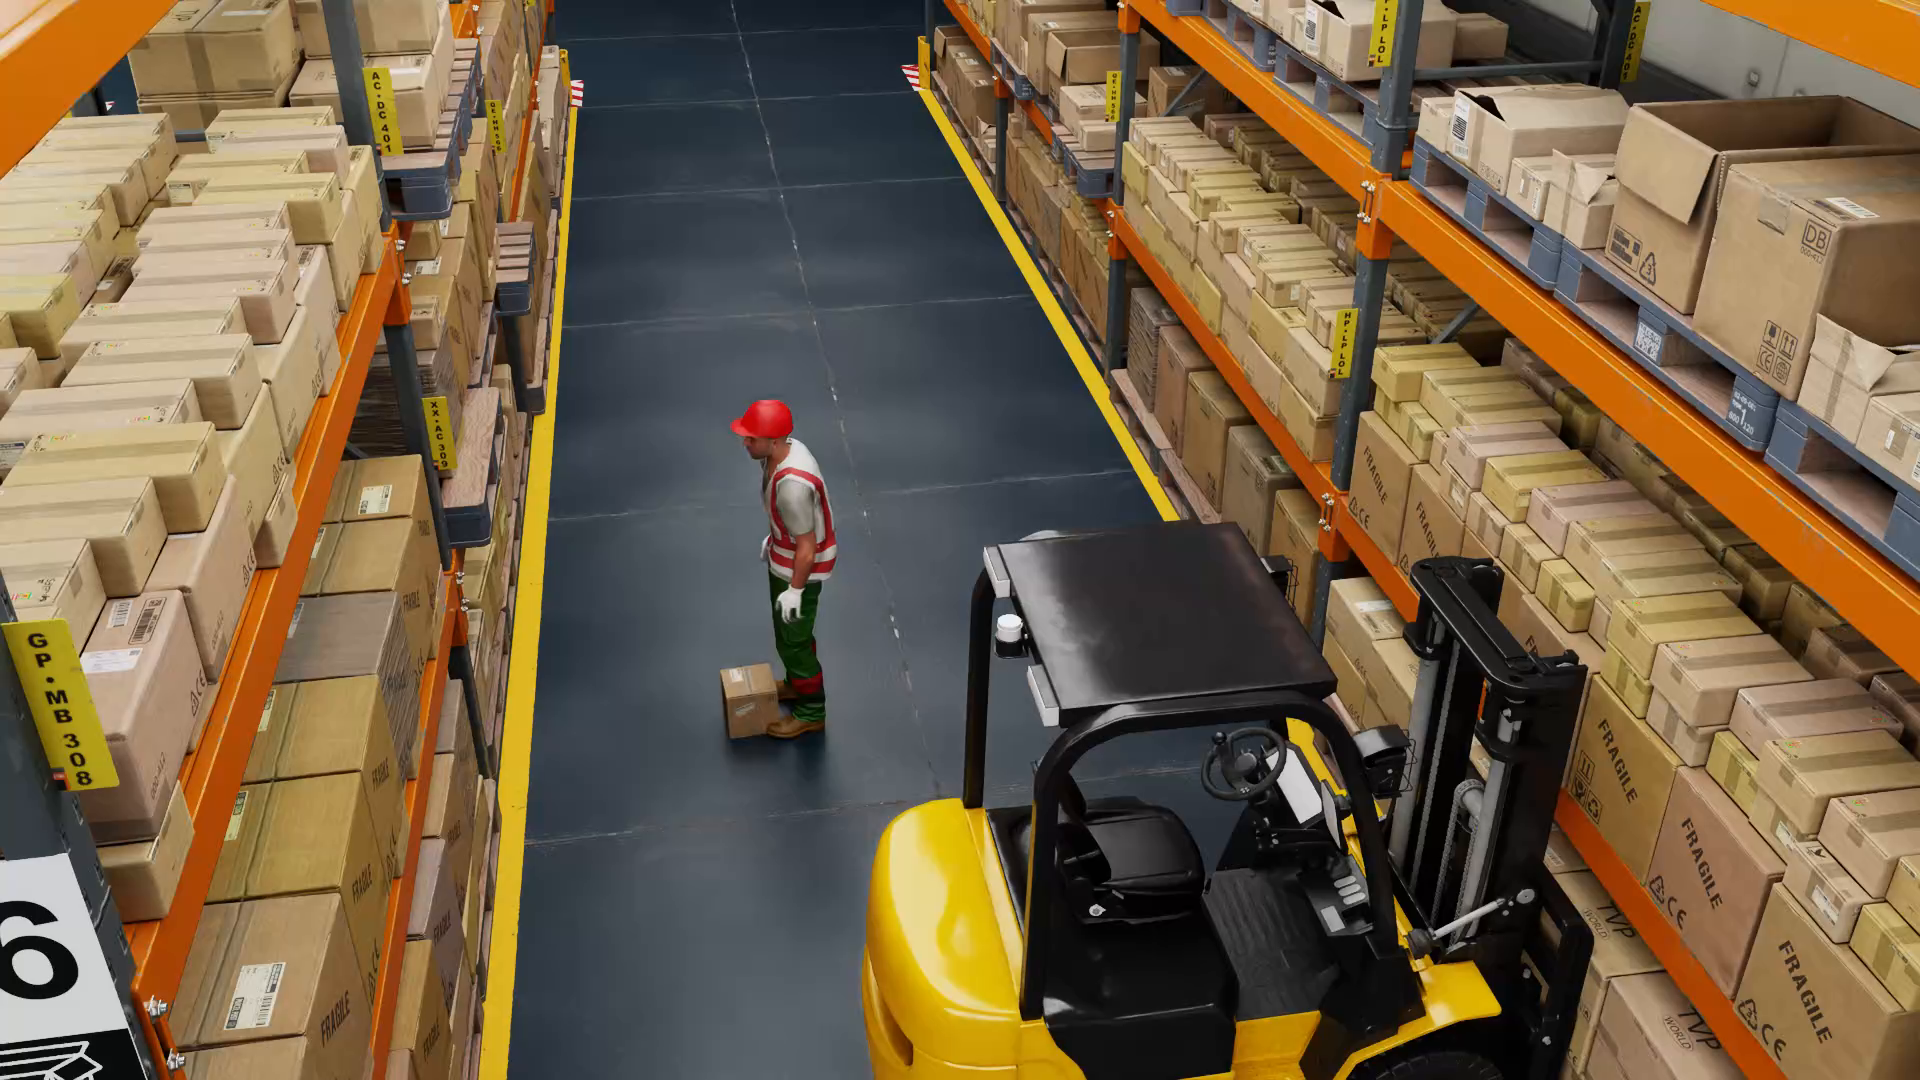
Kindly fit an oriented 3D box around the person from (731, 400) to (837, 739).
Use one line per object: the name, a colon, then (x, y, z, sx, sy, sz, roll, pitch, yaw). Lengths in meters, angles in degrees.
person: (-0.817, 0.128, 7.904, 0.445, 1.781, 0.621, -7, 31, -11)
